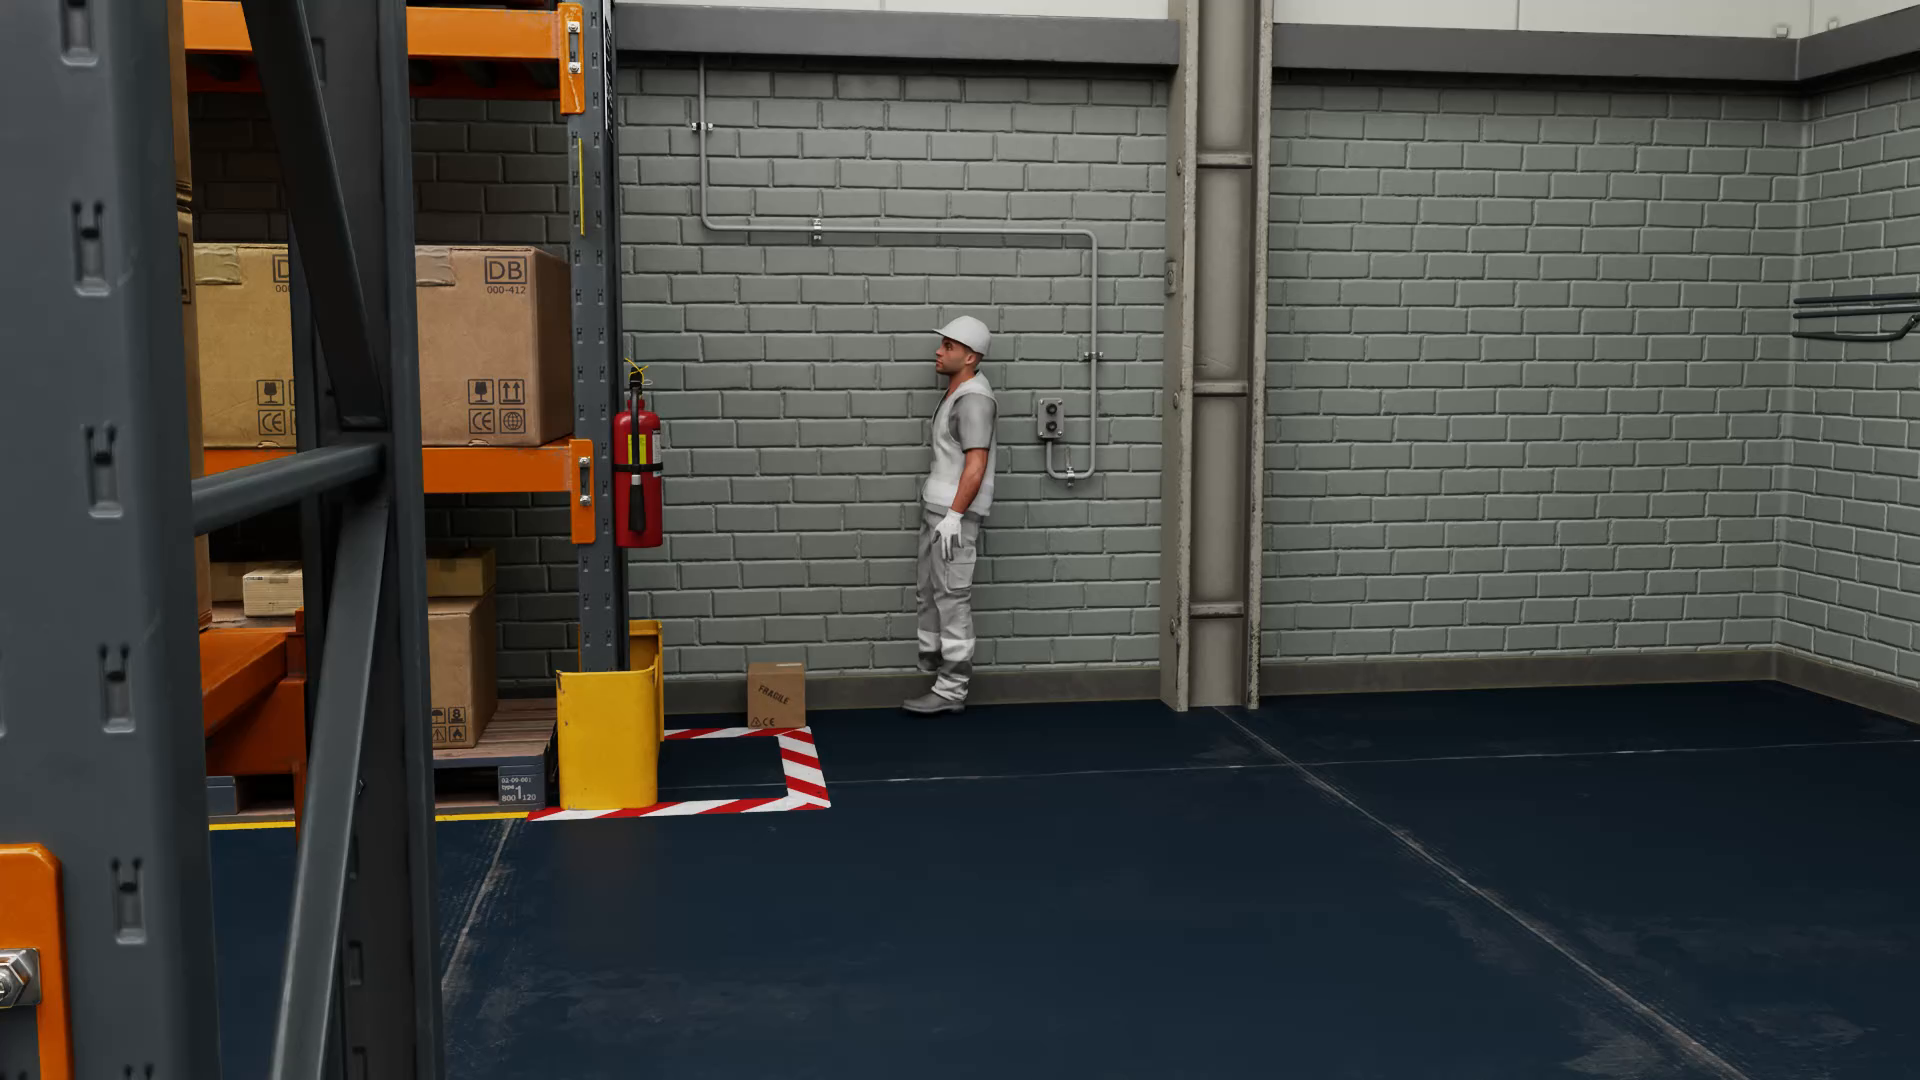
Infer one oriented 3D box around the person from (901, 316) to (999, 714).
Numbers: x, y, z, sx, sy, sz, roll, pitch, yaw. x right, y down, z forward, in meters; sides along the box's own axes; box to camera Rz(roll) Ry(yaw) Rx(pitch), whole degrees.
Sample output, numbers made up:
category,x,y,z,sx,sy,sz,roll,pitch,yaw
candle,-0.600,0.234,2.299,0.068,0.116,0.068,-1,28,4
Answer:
category,x,y,z,sx,sy,sz,roll,pitch,yaw
person,-0.112,-0.109,7.489,0.565,1.787,0.637,-1,6,-8
